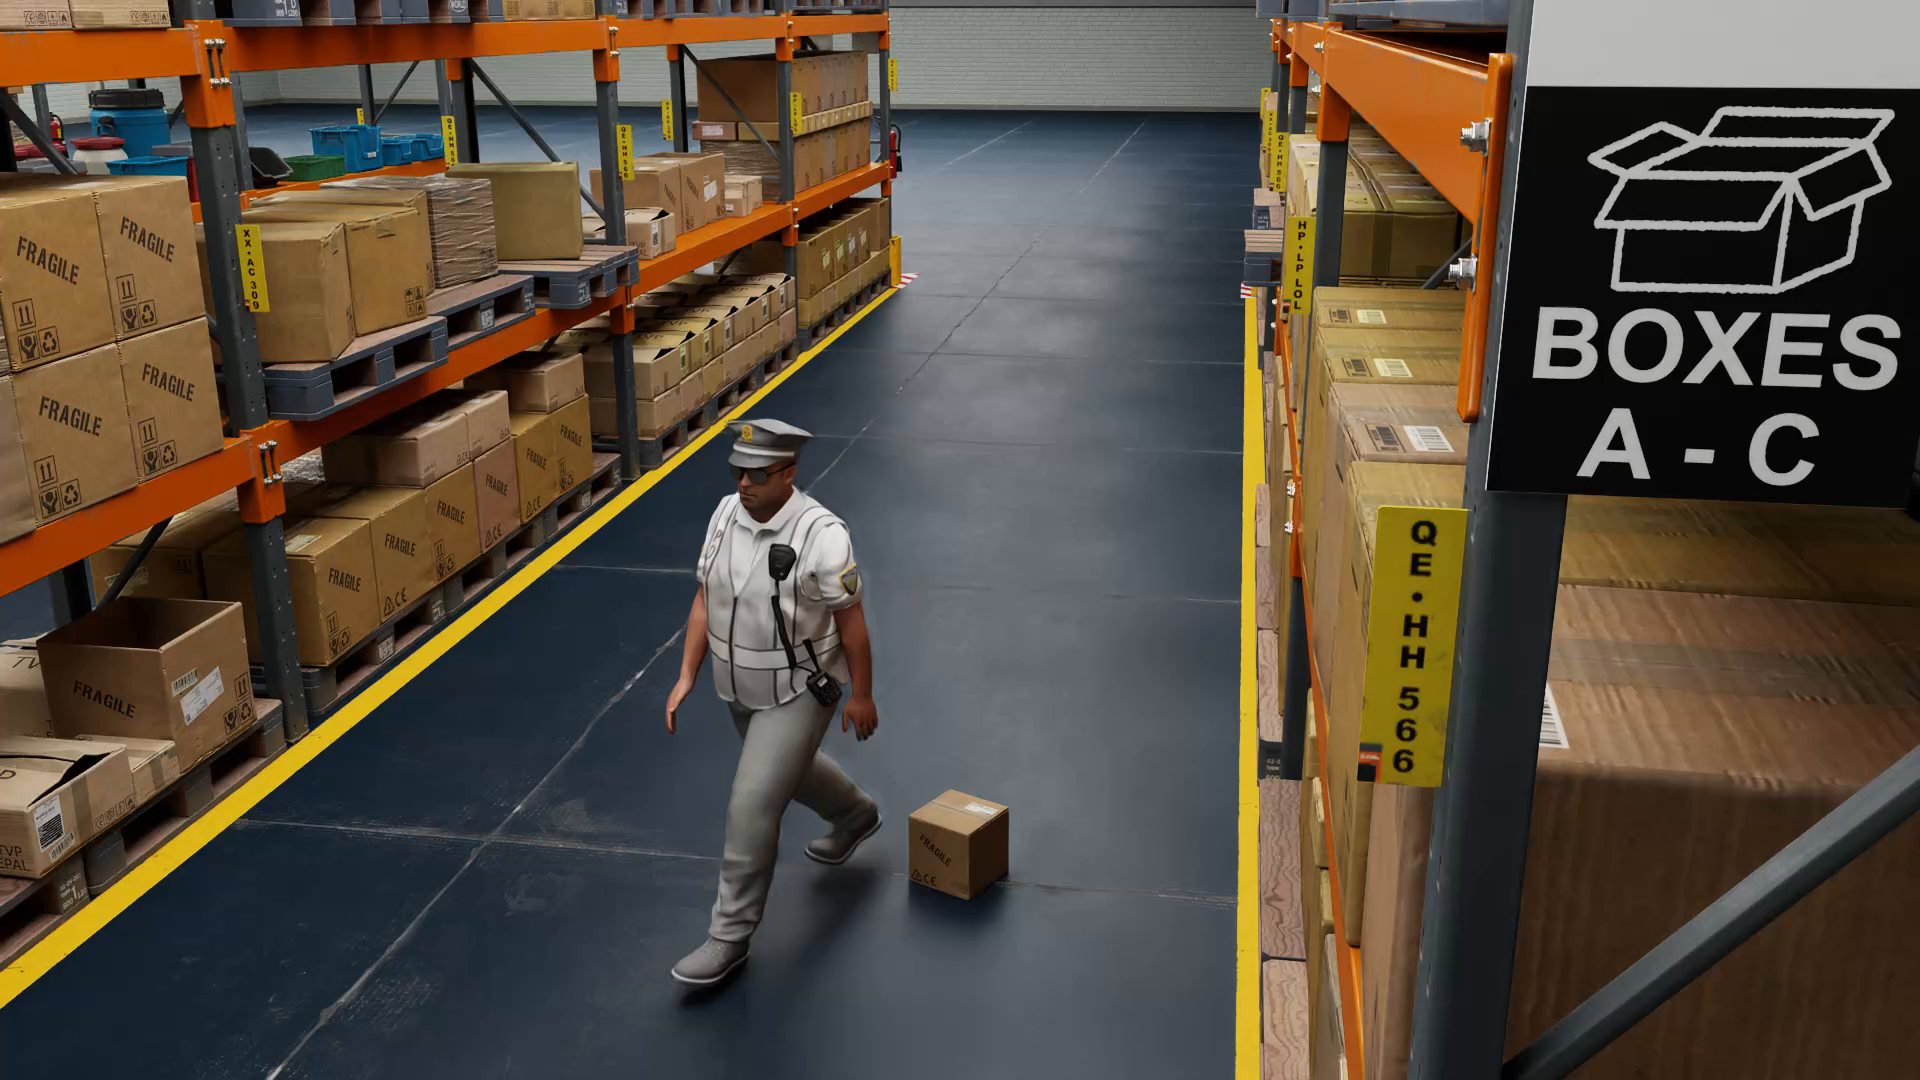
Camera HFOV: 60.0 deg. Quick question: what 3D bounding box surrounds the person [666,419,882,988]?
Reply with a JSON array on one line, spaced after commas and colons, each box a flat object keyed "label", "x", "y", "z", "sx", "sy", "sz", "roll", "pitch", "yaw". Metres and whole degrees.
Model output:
[{"label": "person", "x": -0.574, "y": 0.433, "z": 5.202, "sx": 0.546, "sy": 1.708, "sz": 1.092, "roll": 14, "pitch": 22, "yaw": 37}]
